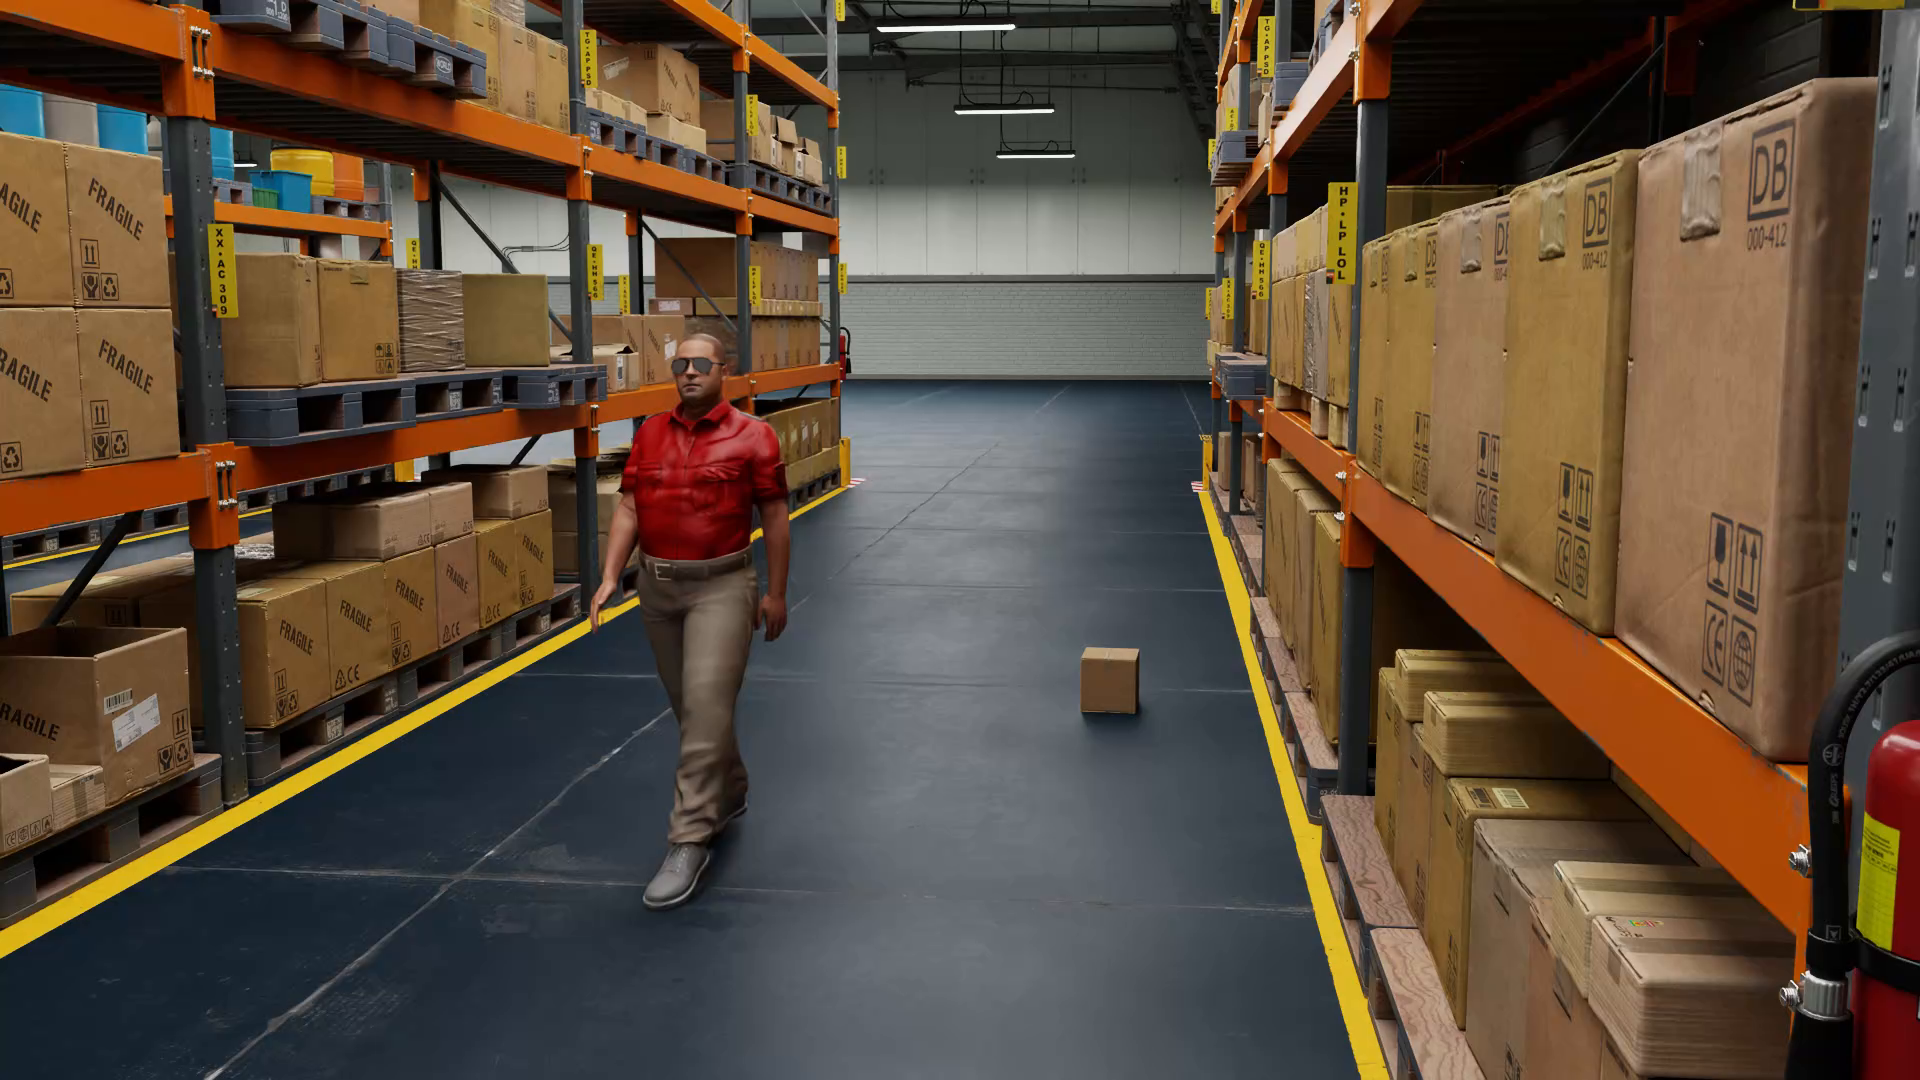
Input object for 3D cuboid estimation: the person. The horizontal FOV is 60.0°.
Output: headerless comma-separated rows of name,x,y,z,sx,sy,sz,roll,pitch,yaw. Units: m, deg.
person,-0.902,0.199,5.343,0.534,1.712,0.896,3,8,22
